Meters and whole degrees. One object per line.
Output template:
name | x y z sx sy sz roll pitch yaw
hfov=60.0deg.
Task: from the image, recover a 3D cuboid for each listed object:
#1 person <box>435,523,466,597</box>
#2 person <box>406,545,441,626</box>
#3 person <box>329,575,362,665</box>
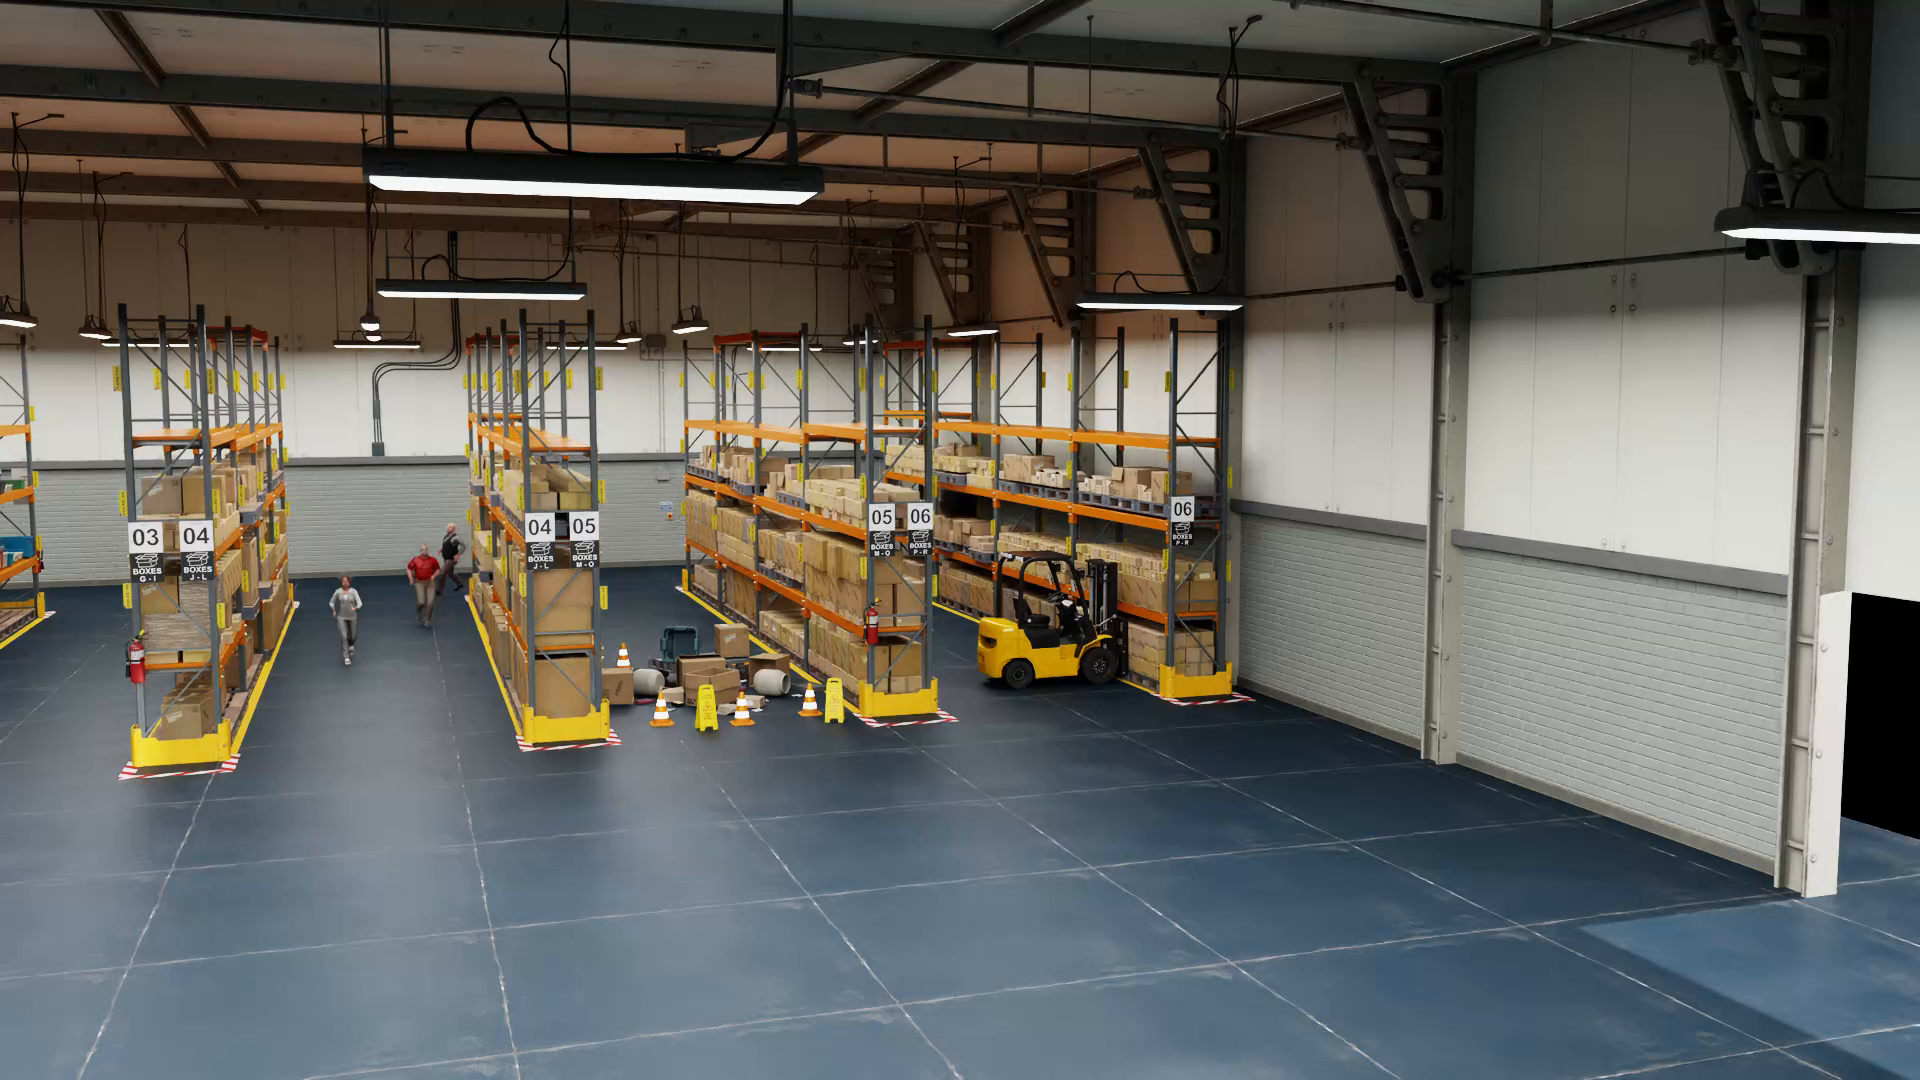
person | -11.937 0.459 38.874 0.938 1.711 0.729 -5 7 -41
person | -10.950 0.938 34.042 0.658 1.682 0.591 -3 6 -26
person | -10.960 1.410 29.682 0.547 1.562 0.743 -2 6 -22
